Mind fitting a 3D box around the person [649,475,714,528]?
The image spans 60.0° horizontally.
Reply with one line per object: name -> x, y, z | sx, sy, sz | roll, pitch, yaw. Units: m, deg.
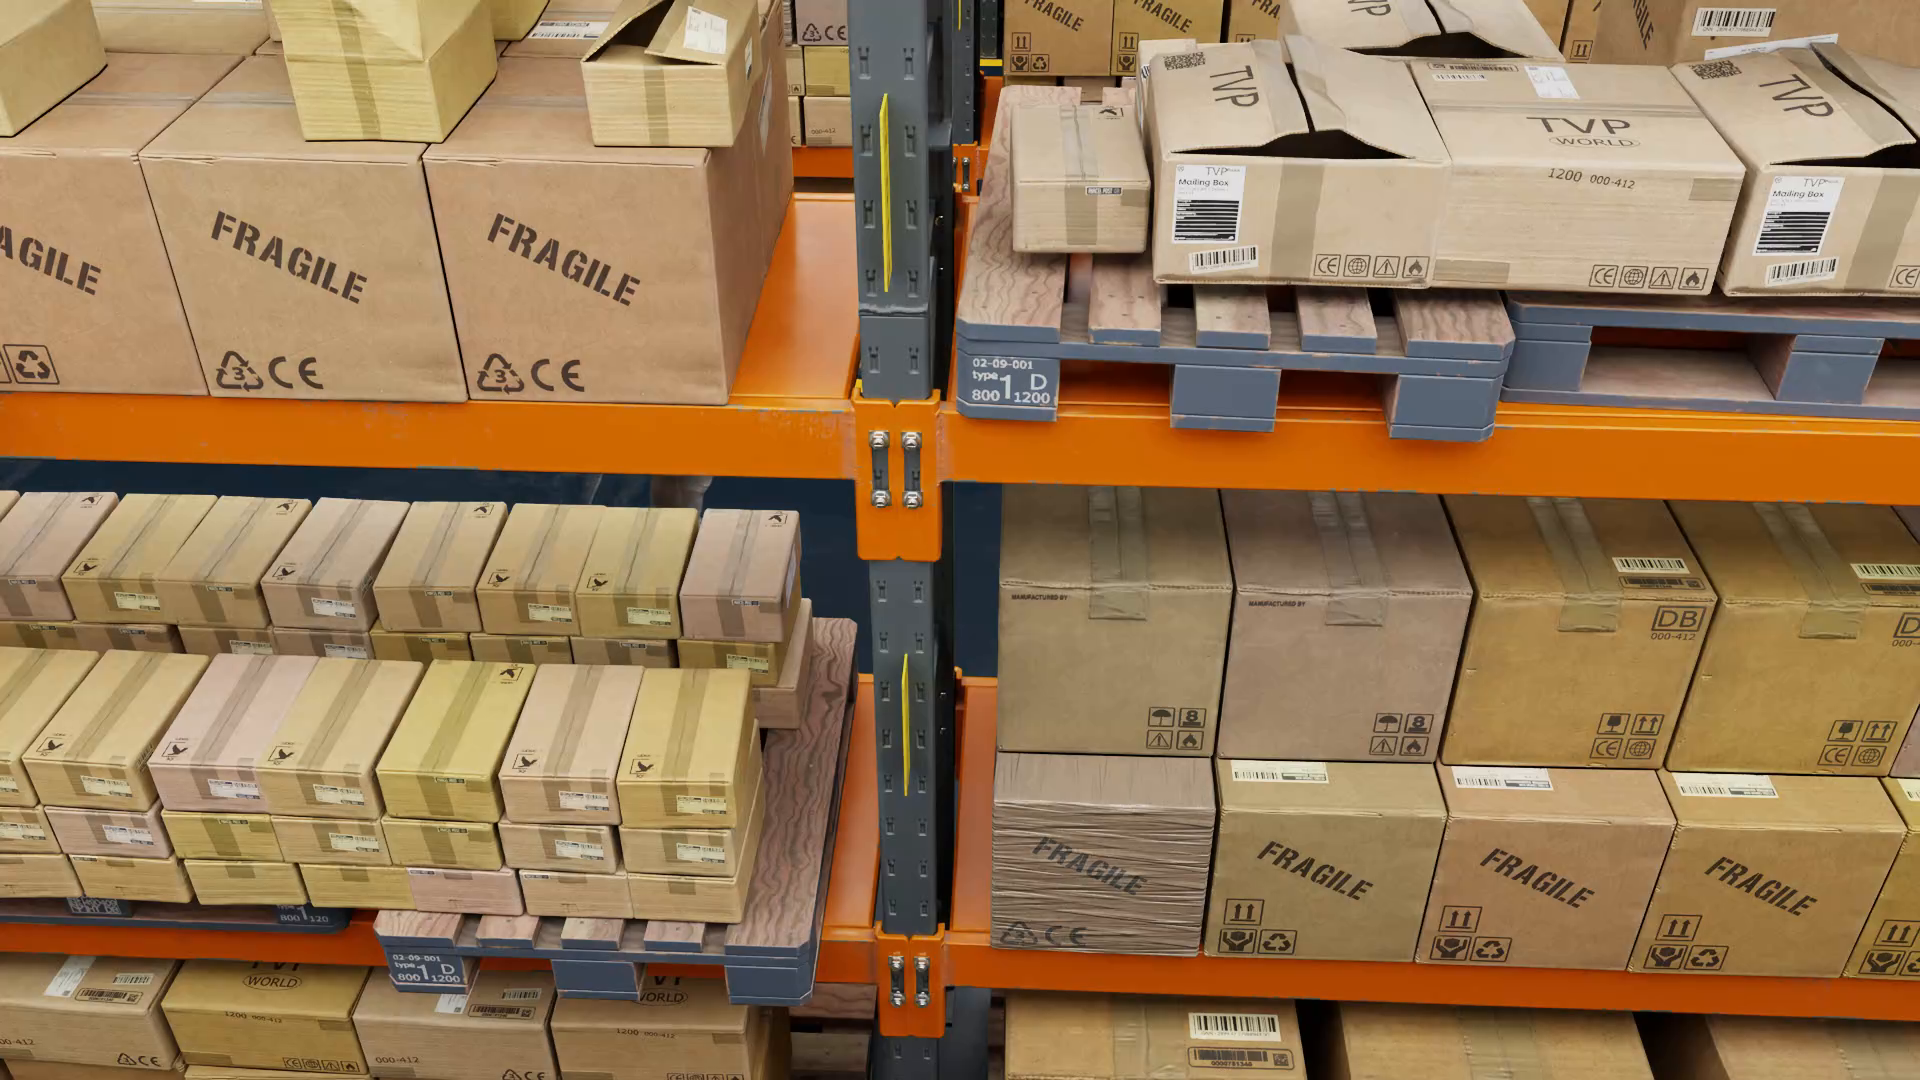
person -> -1.194, -0.344, 6.614 | 0.577, 1.761, 0.502 | 1, 36, 2
